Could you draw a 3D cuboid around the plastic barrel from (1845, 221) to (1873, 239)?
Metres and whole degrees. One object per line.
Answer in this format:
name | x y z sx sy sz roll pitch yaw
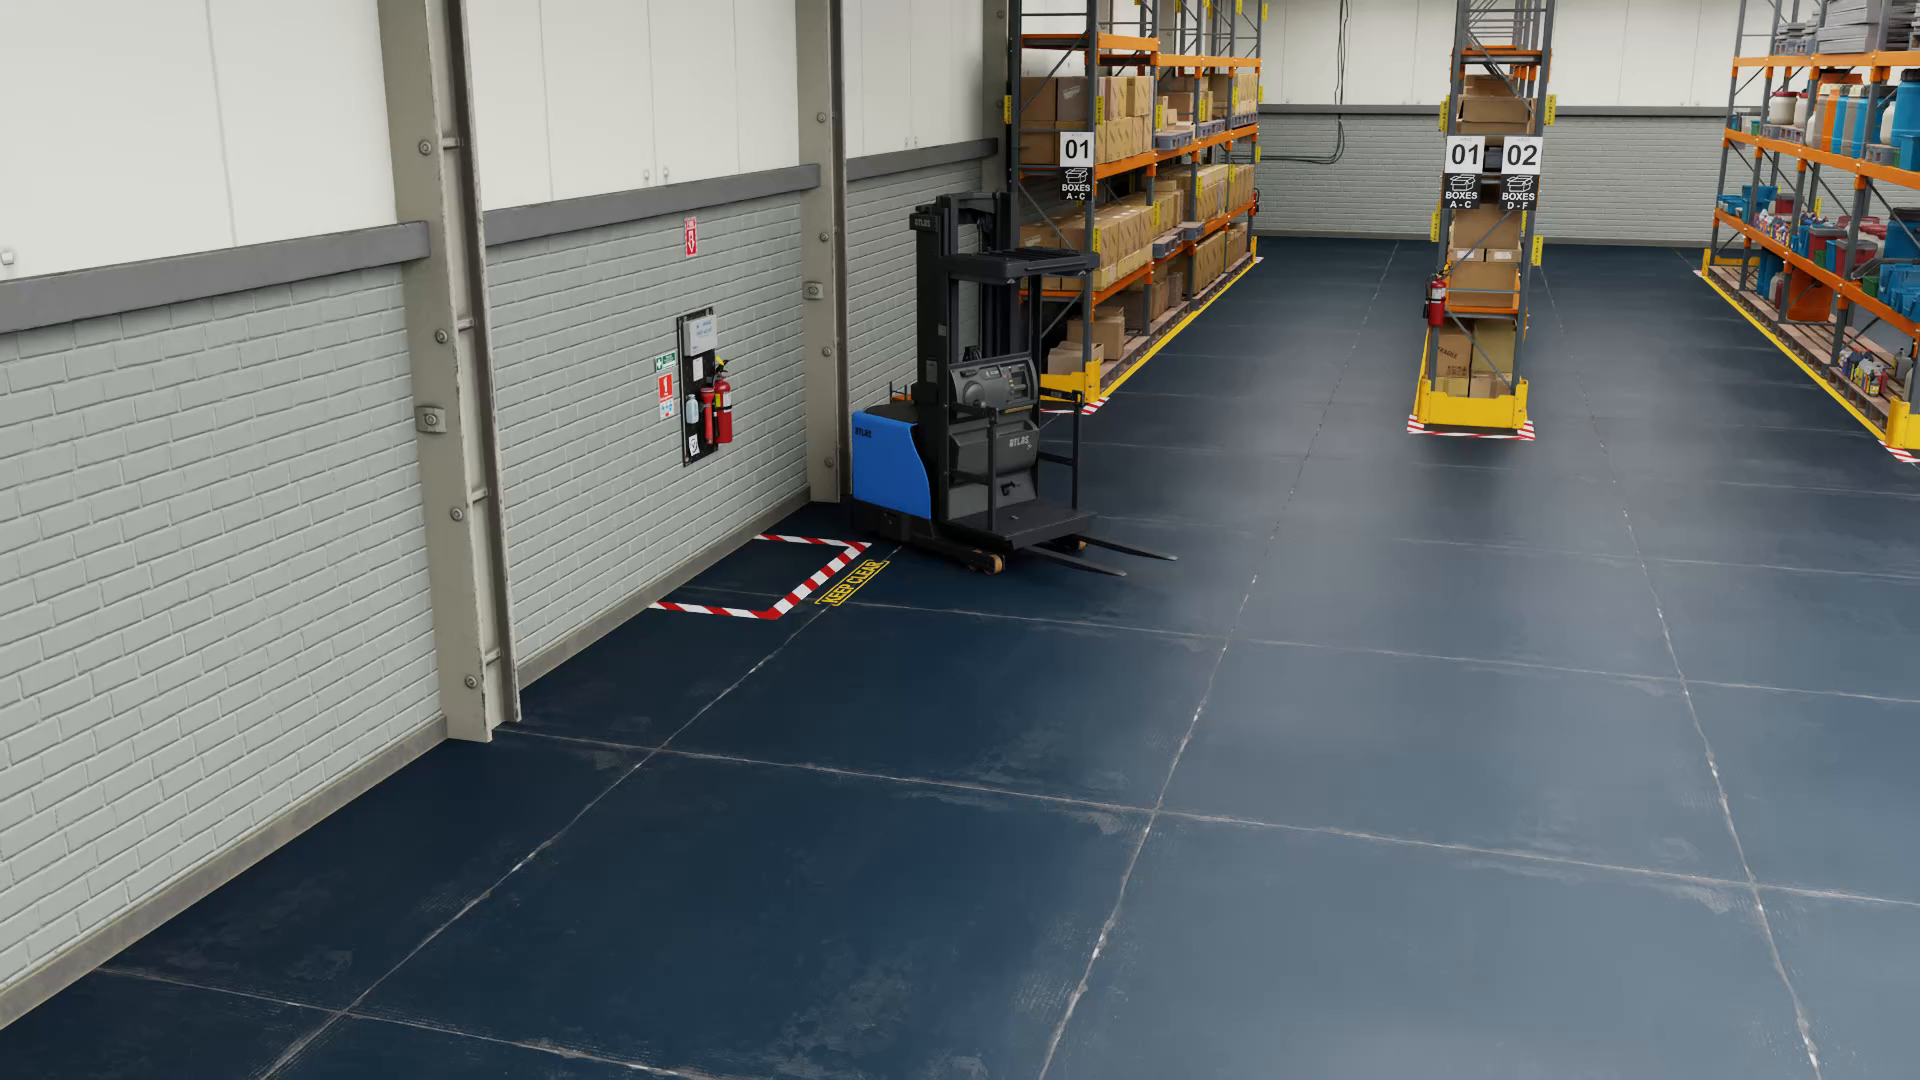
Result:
plastic barrel | 12.785 -4.268 23.674 0.421 0.512 0.421 0 16 0

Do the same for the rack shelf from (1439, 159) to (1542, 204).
rack shelf | 6.420 -4.412 20.208 1.077 0.370 4.000 5 16 16

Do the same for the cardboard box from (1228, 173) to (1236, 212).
cardboard box | 4.681 -6.599 31.549 0.980 0.700 0.700 5 17 17

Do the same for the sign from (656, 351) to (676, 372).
sign | -2.220 -1.348 12.547 0.001 0.109 0.331 5 16 16

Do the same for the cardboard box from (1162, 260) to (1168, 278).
cardboard box | 2.998 -4.301 26.397 0.500 0.250 0.500 5 17 17

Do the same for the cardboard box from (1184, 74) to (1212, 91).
cardboard box | 4.486 -8.497 31.240 0.500 0.500 0.500 4 16 15

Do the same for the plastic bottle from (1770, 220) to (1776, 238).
plastic bottle | 12.994 -4.965 26.550 0.061 0.283 0.133 5 16 16

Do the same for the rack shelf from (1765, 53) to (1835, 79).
rack shelf | 13.441 -7.371 25.875 1.077 0.370 4.000 5 16 16

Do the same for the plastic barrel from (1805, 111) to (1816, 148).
plastic barrel | 12.491 -5.939 24.069 0.421 0.512 0.421 0 16 0

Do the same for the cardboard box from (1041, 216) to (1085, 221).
cardboard box | 1.326 -3.879 21.374 0.500 0.500 0.500 4 16 14

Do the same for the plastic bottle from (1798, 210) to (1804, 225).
plastic bottle | 13.924 -5.268 27.495 0.144 0.351 0.185 5 16 16

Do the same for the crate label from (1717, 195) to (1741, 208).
crate label | 14.761 -6.502 31.952 0.416 0.233 0.303 5 16 16

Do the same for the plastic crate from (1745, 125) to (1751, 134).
plastic crate | 14.006 -7.225 29.290 0.293 0.136 0.466 5 16 16

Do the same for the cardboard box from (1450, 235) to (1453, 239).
cardboard box | 6.144 -3.605 20.172 0.380 0.149 0.250 5 17 17

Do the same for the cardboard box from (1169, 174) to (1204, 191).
cardboard box | 3.759 -5.936 27.620 0.500 0.250 0.500 5 17 17

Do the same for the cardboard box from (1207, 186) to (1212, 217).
cardboard box | 4.057 -5.842 28.664 0.500 0.500 0.500 5 16 16

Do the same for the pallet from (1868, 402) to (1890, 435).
pallet | 10.812 -1.301 18.529 1.003 0.211 1.213 5 16 16

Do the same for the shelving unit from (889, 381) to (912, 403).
shelving unit | -0.366 -0.868 15.192 0.503 1.200 0.258 -13 20 -38

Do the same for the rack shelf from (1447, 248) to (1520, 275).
rack shelf | 7.556 -4.015 24.307 1.077 0.370 4.000 5 16 16

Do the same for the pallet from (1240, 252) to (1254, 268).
pallet | 5.496 -5.804 34.405 1.003 0.211 1.213 5 16 16

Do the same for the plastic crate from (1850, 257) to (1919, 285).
plastic crate | 11.465 -3.296 20.567 0.767 0.338 0.504 5 16 16

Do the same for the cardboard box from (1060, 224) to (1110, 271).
cardboard box | 1.525 -3.575 20.299 0.500 0.500 0.500 5 16 16

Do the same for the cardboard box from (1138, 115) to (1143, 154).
cardboard box | 2.175 -5.440 22.293 0.500 0.500 0.500 3 16 11

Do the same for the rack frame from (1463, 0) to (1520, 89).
rack frame | 10.398 -9.864 32.614 1.000 3.000 0.127 5 16 16

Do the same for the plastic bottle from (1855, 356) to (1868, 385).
plastic bottle | 10.934 -2.051 20.111 0.144 0.351 0.185 4 16 15

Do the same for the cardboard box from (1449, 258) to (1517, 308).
cardboard box | 5.996 -2.961 19.088 0.700 0.500 0.500 5 16 16

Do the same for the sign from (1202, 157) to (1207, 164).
sign | 5.117 -7.860 34.812 0.100 0.325 0.005 5 16 16

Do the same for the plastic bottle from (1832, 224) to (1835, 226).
plastic bottle | 13.628 -4.796 25.976 0.097 0.271 0.097 0 16 0

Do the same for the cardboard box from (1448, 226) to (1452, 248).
cardboard box | 7.685 -4.623 25.294 0.500 0.311 0.500 4 16 15

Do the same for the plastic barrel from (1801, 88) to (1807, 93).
plastic barrel | 13.945 -7.027 26.996 0.600 0.588 0.600 0 16 0

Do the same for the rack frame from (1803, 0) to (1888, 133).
rack frame | 12.873 -7.386 23.878 1.000 3.000 0.127 5 16 16

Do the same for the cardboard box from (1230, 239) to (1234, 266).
cardboard box | 4.968 -5.633 32.502 0.700 0.500 0.500 4 16 15

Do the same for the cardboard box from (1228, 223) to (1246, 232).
cardboard box | 5.611 -6.367 33.902 0.380 0.149 0.250 5 17 17

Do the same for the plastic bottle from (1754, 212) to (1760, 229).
plastic bottle | 13.458 -5.392 28.057 0.061 0.283 0.133 5 16 16

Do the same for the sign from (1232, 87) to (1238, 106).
sign | 5.034 -8.118 30.432 0.100 0.325 0.005 5 16 16

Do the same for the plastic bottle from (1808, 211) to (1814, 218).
plastic bottle | 14.062 -5.257 27.455 0.144 0.351 0.185 5 16 16

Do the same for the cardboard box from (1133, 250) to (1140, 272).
cardboard box | 2.116 -3.749 22.288 0.500 0.250 0.500 5 16 16

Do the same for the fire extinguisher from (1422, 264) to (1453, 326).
fire extinguisher | 5.372 -2.760 18.703 0.296 0.674 0.183 5 16 16

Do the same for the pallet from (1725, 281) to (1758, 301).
pallet | 14.181 -4.400 29.455 1.003 0.211 1.213 5 16 16

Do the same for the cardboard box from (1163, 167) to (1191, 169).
cardboard box | 3.851 -6.507 29.634 0.500 0.250 0.500 4 16 14

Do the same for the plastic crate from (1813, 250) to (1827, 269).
plastic crate | 11.960 -3.829 22.719 0.450 0.188 0.662 5 16 16

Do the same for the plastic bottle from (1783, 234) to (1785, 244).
plastic bottle | 12.695 -4.632 25.527 0.097 0.201 0.097 0 16 0

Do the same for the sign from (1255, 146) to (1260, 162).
sign | 6.164 -7.986 34.432 0.100 0.325 0.005 5 16 16

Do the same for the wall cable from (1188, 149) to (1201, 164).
wall cable | 5.105 -8.258 36.085 0.084 1.984 1.851 5 16 16

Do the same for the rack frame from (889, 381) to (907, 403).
rack frame | -0.553 -0.825 15.041 0.015 1.200 0.240 -13 20 -38

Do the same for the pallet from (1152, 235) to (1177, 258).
pallet | 2.594 -4.318 24.407 1.003 0.211 1.213 5 16 16

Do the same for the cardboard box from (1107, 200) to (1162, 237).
cardboard box | 2.581 -4.757 24.615 0.700 0.500 0.500 6 17 22

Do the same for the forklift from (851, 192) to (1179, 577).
forklift | 0.428 -1.287 13.495 1.130 2.935 3.031 -15 21 -41

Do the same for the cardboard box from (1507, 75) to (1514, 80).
cardboard box | 9.641 -8.153 30.065 0.700 0.500 0.500 5 16 16

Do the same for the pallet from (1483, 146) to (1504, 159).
pallet | 6.422 -4.695 20.052 1.003 0.211 1.213 5 16 16

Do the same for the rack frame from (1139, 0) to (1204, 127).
rack frame | 3.374 -8.154 26.586 1.000 3.000 0.127 5 16 16

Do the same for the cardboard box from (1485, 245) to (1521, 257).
cardboard box | 6.242 -3.307 19.120 0.380 0.149 0.250 4 16 14

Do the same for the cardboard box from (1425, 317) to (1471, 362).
cardboard box | 5.989 -2.458 20.393 0.500 0.500 0.500 5 16 16

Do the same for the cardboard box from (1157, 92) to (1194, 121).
cardboard box | 3.557 -7.245 27.888 0.700 0.500 0.500 4 16 13

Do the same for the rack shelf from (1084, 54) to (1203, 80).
rack shelf | 2.806 -7.092 24.894 1.077 0.370 4.000 5 16 16

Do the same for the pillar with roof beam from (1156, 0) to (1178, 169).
pillar with roof beam | 8.008 -9.117 29.981 9.100 9.000 0.400 5 16 16

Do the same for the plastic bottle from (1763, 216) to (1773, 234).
plastic bottle | 13.250 -5.153 27.226 0.152 0.276 0.135 5 16 16

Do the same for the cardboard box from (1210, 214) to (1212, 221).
cardboard box | 4.283 -5.764 29.577 0.380 0.149 0.250 4 16 14

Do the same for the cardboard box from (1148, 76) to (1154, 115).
cardboard box | 2.355 -6.051 22.617 0.500 0.500 0.500 3 16 11

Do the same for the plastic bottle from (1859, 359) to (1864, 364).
plastic bottle | 11.049 -2.082 20.368 0.097 0.271 0.097 0 16 0
